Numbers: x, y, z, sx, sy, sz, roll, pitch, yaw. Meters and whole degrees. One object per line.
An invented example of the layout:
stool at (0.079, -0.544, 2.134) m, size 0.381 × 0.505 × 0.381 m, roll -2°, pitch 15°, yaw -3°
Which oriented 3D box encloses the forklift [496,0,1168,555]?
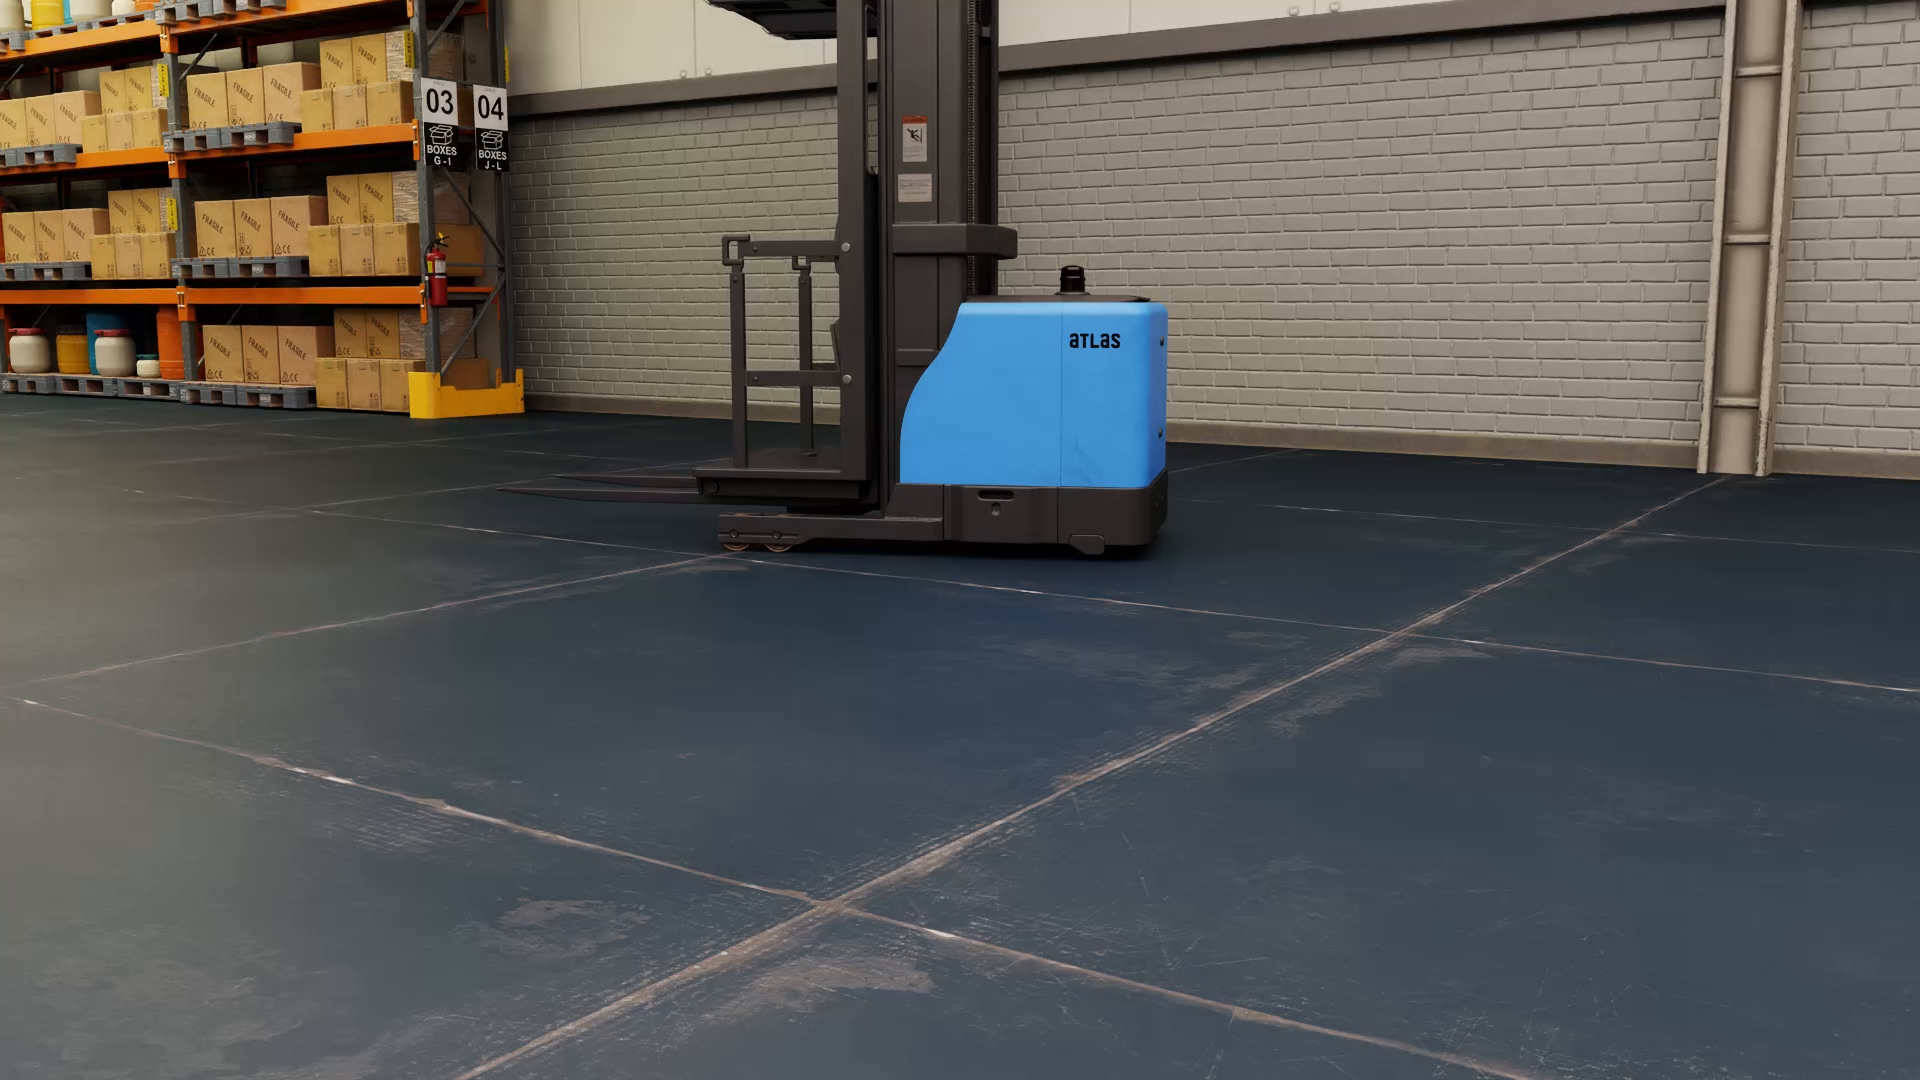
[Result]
forklift at (-0.596, -1.469, 7.520) m, size 3.031 × 2.935 × 1.130 m, roll 2°, pitch 8°, yaw 12°
